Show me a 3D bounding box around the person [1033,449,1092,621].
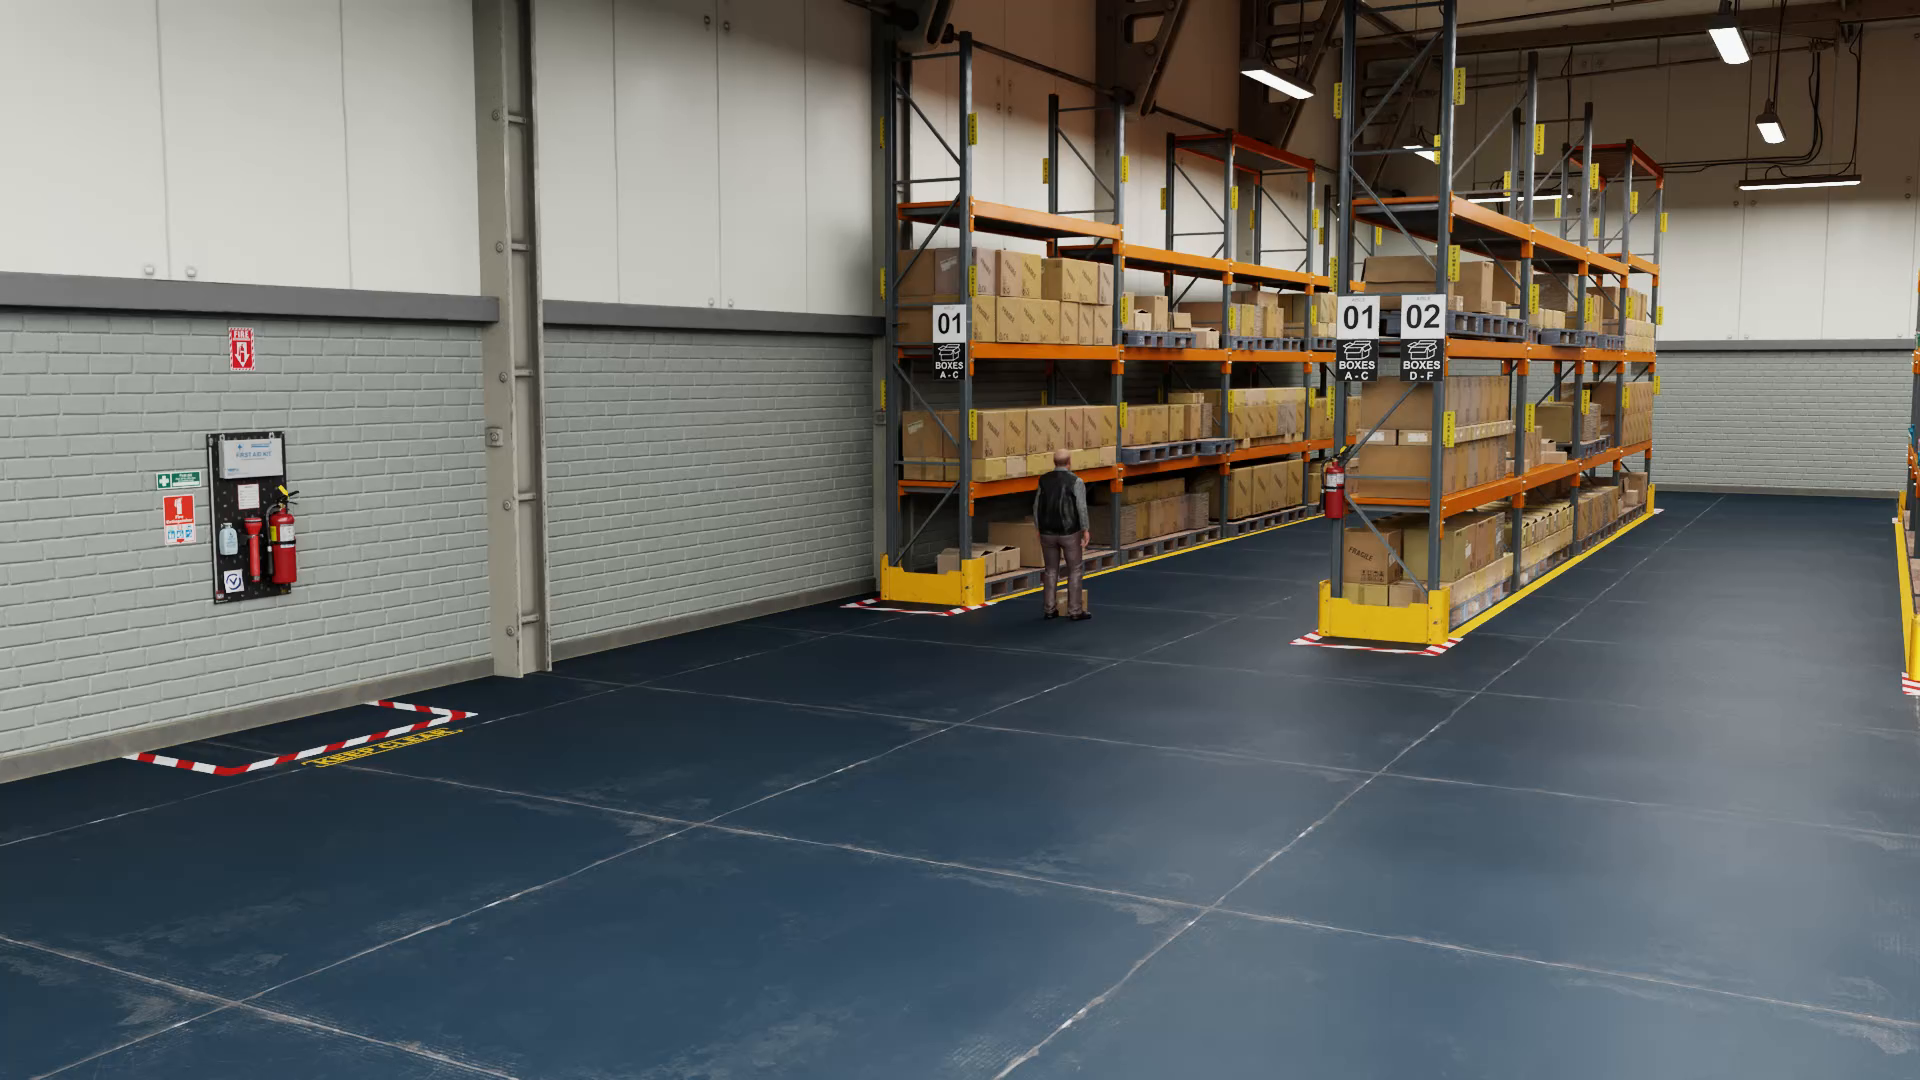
[{"bbox_3d":[1.018,-0.060,16.823,0.588,1.721,0.411,3,7,27],"label":"person"}]
